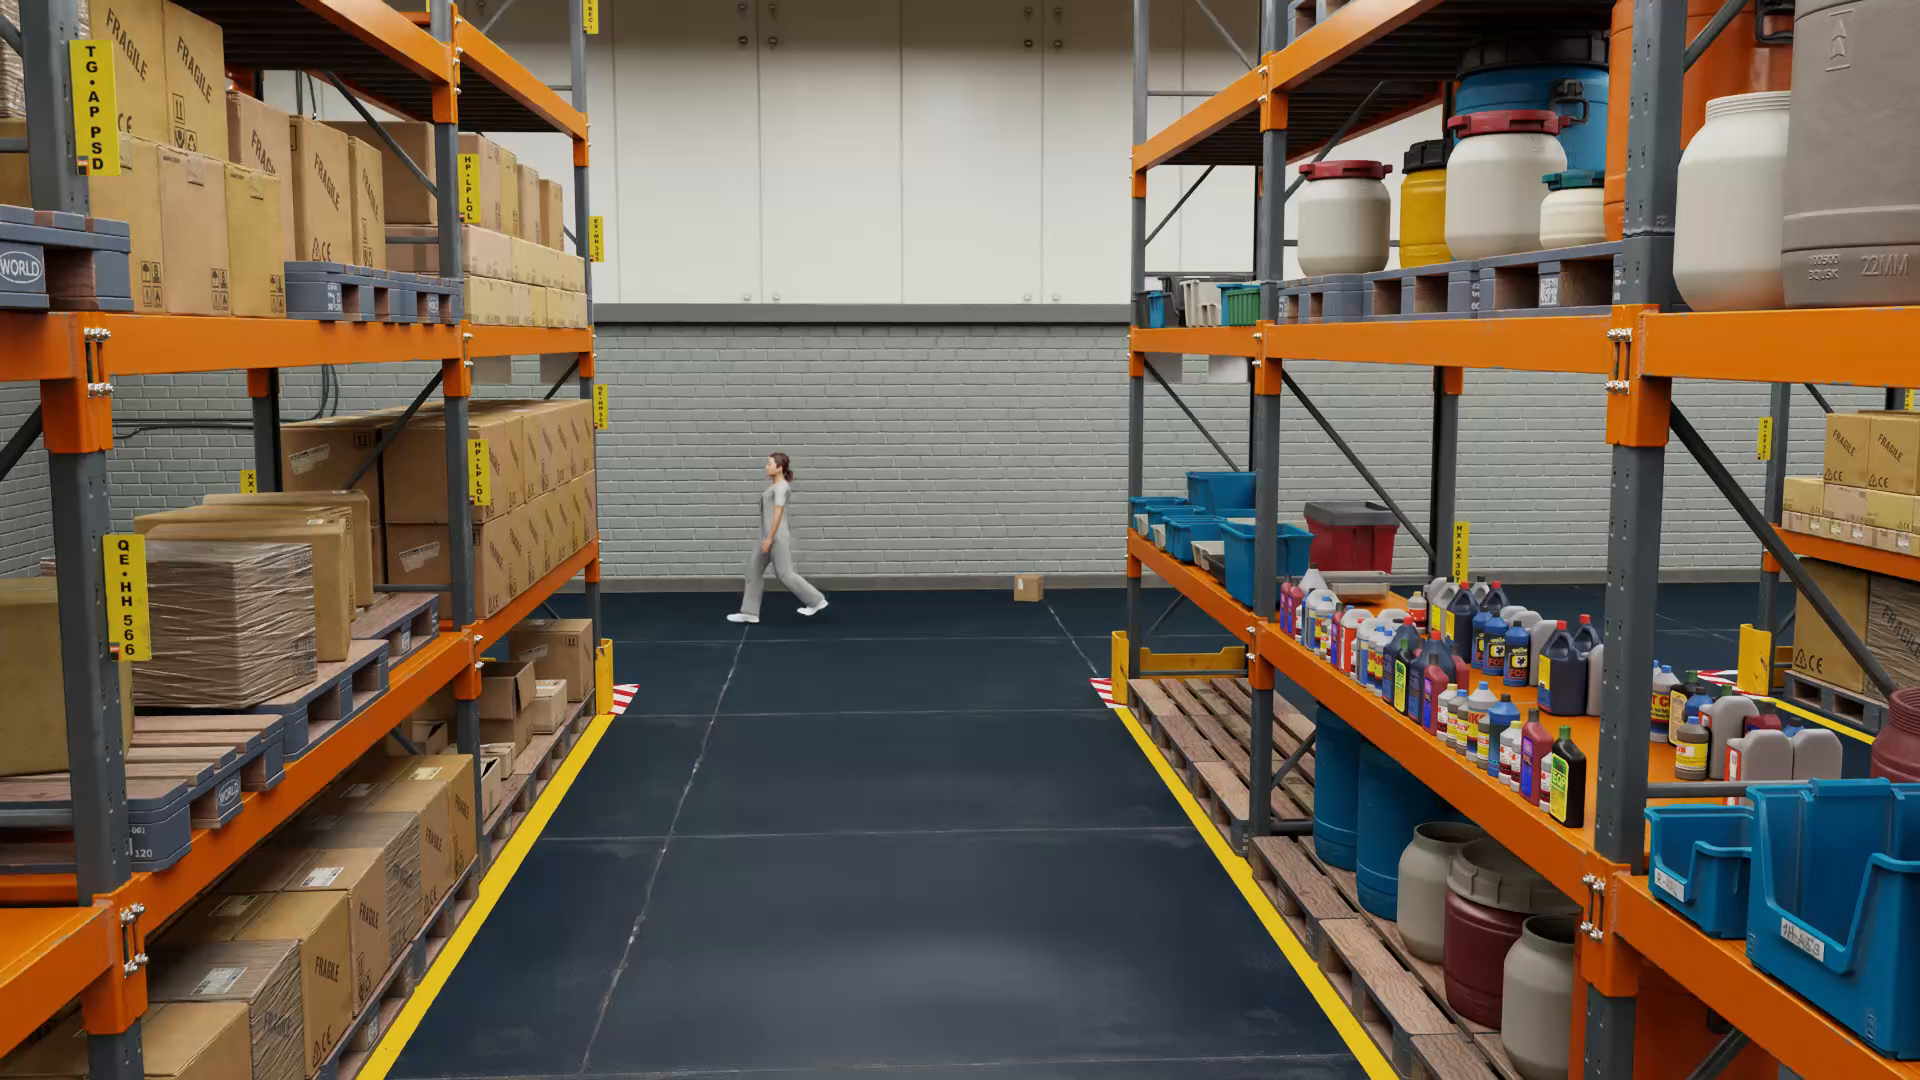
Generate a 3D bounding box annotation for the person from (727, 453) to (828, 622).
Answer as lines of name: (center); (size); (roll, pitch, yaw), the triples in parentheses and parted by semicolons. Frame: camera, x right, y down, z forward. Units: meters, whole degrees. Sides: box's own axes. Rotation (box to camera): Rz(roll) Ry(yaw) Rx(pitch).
person: (-1.750, -0.020, 15.913); (0.962, 1.628, 0.455); (-2, 7, -16)
